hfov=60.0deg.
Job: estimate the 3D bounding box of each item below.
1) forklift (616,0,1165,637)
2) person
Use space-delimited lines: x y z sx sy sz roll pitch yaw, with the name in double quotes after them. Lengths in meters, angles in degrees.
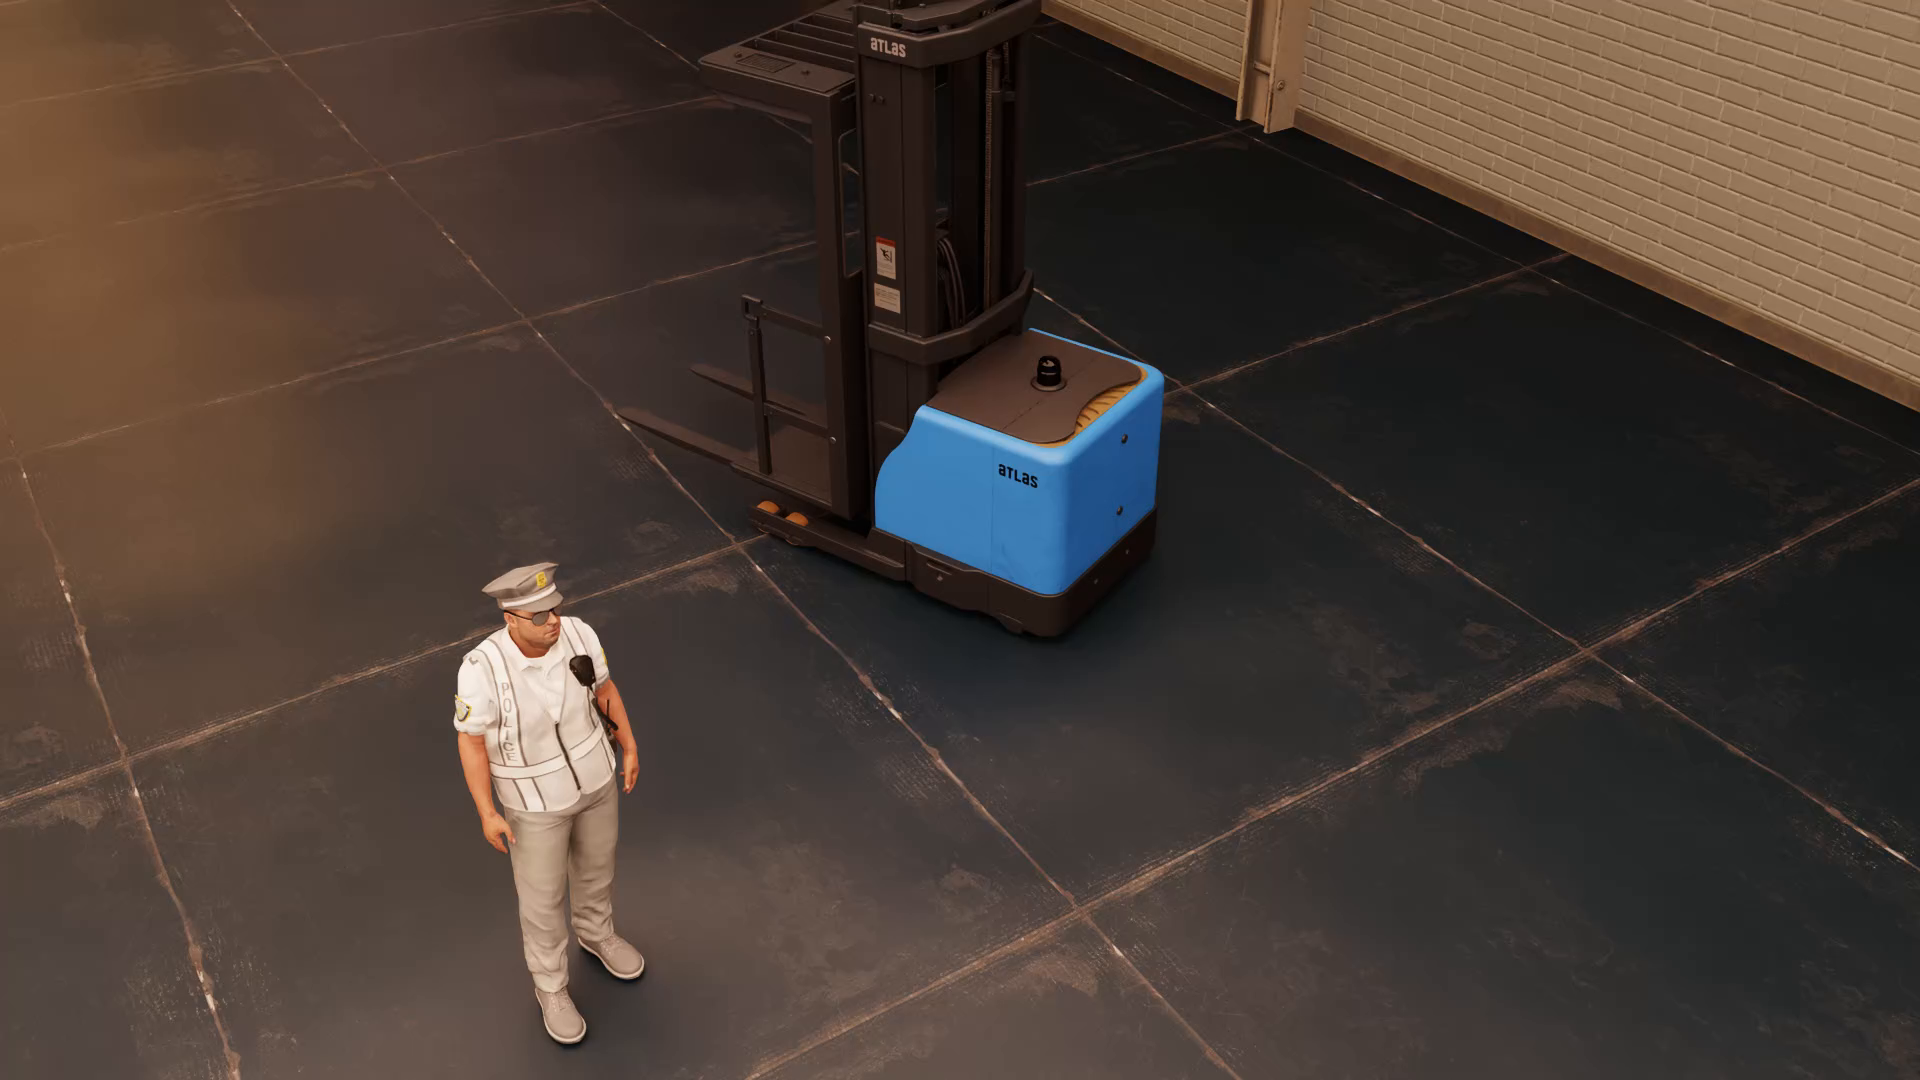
-0.500 -1.399 8.138 3.031 2.935 1.130 22 41 28 "forklift"
-1.387 0.889 5.868 0.643 1.782 0.573 -27 43 -33 "person"
